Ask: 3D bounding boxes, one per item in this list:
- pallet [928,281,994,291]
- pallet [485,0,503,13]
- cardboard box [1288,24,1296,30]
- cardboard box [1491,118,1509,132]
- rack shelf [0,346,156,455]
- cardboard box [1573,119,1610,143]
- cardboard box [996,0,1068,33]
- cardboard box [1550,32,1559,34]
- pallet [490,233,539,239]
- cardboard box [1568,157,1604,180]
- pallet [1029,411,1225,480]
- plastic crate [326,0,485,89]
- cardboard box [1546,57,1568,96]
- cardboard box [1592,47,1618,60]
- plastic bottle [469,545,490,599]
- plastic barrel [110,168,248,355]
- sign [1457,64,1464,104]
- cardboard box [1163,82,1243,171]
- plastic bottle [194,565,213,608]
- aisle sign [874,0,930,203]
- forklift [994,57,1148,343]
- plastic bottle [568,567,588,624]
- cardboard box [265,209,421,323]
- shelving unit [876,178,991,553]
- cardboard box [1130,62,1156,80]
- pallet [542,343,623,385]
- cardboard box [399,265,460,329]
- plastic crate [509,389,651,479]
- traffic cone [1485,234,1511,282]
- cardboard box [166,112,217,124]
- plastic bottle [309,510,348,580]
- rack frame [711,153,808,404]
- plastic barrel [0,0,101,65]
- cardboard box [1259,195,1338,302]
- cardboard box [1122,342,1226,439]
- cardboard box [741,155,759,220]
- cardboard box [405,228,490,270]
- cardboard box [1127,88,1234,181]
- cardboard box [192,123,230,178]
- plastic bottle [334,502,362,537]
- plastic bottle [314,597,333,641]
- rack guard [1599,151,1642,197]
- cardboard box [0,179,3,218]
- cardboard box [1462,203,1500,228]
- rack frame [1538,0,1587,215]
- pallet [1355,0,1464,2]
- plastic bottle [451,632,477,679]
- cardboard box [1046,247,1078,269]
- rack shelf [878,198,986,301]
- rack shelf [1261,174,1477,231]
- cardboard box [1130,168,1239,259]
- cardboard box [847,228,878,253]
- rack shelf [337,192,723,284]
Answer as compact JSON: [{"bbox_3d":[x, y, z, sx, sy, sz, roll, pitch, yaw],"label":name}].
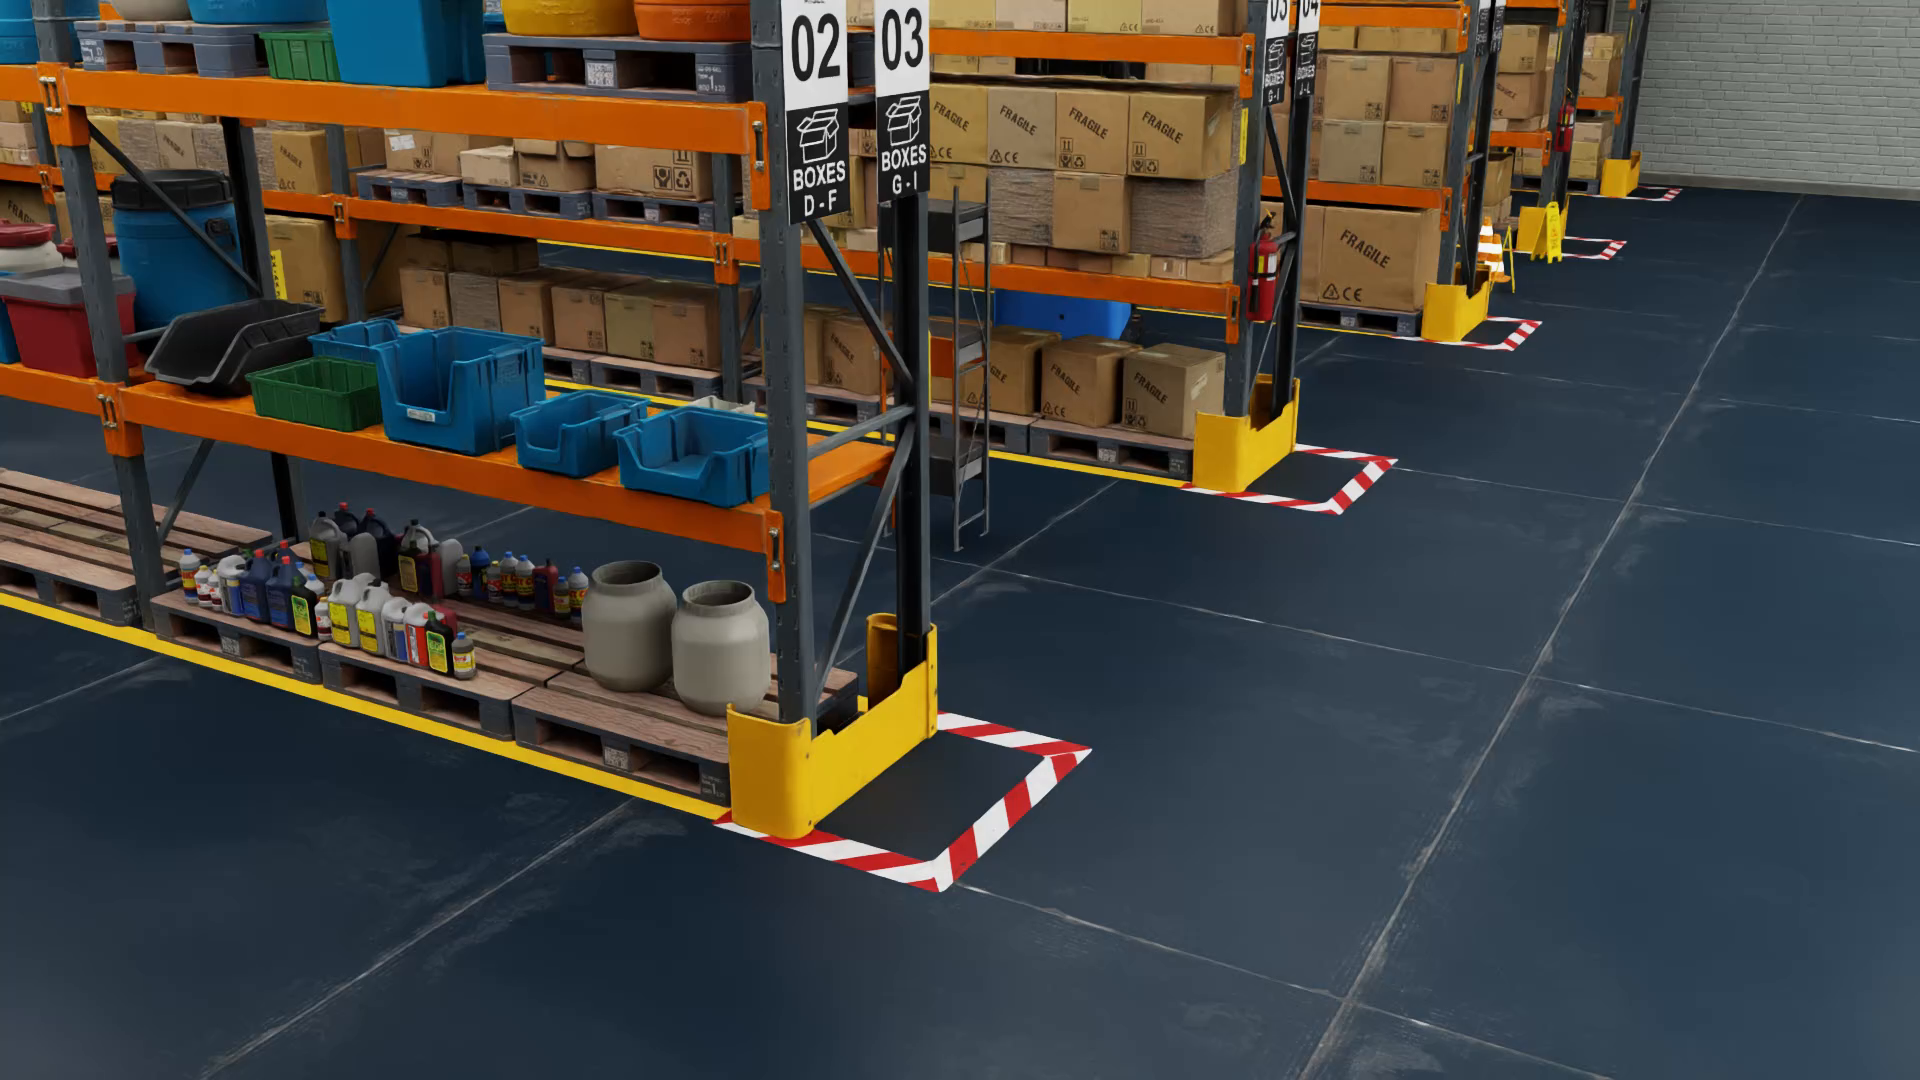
[{"bbox_3d":[0.296,-2.812,17.309,1.213,0.211,1.003,11,23,27],"label":"pallet"},{"bbox_3d":[-2.894,-4.185,12.881,1.003,0.211,1.213,11,23,27],"label":"pallet"},{"bbox_3d":[4.046,-5.936,19.780,0.500,0.500,0.700,11,23,28],"label":"cardboard box"},{"bbox_3d":[6.119,-4.732,18.880,0.250,0.149,0.380,10,22,27],"label":"cardboard box"},{"bbox_3d":[-5.662,-1.078,9.492,4.000,0.370,1.077,11,23,27],"label":"rack shelf"},{"bbox_3d":[8.688,-5.680,23.074,0.500,0.250,0.500,12,23,29],"label":"cardboard box"},{"bbox_3d":[0.566,-3.406,10.678,0.500,0.250,0.500,11,23,28],"label":"cardboard box"},{"bbox_3d":[8.395,-7.071,23.425,0.250,0.149,0.380,11,23,28],"label":"cardboard box"},{"bbox_3d":[-5.297,-3.908,20.329,1.213,0.211,1.003,11,23,27],"label":"pallet"},{"bbox_3d":[8.678,-5.210,23.245,0.500,0.250,0.500,11,23,28],"label":"cardboard box"},{"bbox_3d":[1.233,-0.740,11.595,1.213,0.211,1.003,11,23,27],"label":"pallet"},{"bbox_3d":[-2.235,-2.048,6.737,0.575,0.384,0.392,11,23,27],"label":"plastic crate"},{"bbox_3d":[8.236,-6.461,23.130,0.500,0.500,0.500,12,23,29],"label":"cardboard box"},{"bbox_3d":[8.803,-6.647,22.693,0.250,0.149,0.380,11,23,28],"label":"cardboard box"},{"bbox_3d":[-2.418,0.156,8.391,0.097,0.271,0.097,0,20,0],"label":"plastic bottle"},{"bbox_3d":[-4.105,-1.473,8.792,0.708,0.901,0.600,11,23,27],"label":"plastic barrel"},{"bbox_3d":[4.222,-3.849,14.031,0.005,0.325,0.100,11,23,27],"label":"sign"},{"bbox_3d":[1.645,-2.722,10.921,0.500,0.500,0.500,11,23,27],"label":"cardboard box"},{"bbox_3d":[-3.763,0.226,8.302,0.097,0.201,0.097,0,20,0],"label":"plastic bottle"},{"bbox_3d":[-0.218,-1.715,6.383,0.004,0.787,0.394,11,23,27],"label":"aisle sign"},{"bbox_3d":[1.052,-3.206,14.406,1.130,2.935,3.031,4,20,10],"label":"forklift"},{"bbox_3d":[-1.855,0.264,8.096,0.097,0.271,0.097,0,20,0],"label":"plastic bottle"},{"bbox_3d":[-5.585,-2.542,14.975,0.875,0.875,1.225,10,22,25],"label":"cardboard box"},{"bbox_3d":[-0.145,-1.015,9.583,0.503,2.100,0.431,11,23,27],"label":"shelving unit"},{"bbox_3d":[1.849,-4.467,15.978,0.550,0.550,0.875,11,23,27],"label":"cardboard box"},{"bbox_3d":[-3.250,-1.578,13.907,1.213,0.211,1.003,11,23,27],"label":"pallet"},{"bbox_3d":[-4.398,-2.149,14.411,0.500,0.500,0.700,10,22,24],"label":"cardboard box"},{"bbox_3d":[-1.571,-0.452,6.930,0.408,0.251,0.499,11,23,27],"label":"plastic crate"},{"bbox_3d":[5.576,-2.951,17.321,0.334,0.463,0.336,11,23,27],"label":"traffic cone"},{"bbox_3d":[-6.779,-4.087,15.114,0.637,0.503,0.797,12,23,29],"label":"cardboard box"},{"bbox_3d":[-3.283,0.020,8.652,0.185,0.351,0.144,11,23,27],"label":"plastic bottle"},{"bbox_3d":[-1.500,-2.558,12.517,0.127,3.000,1.000,11,23,27],"label":"rack frame"},{"bbox_3d":[-4.466,-2.749,7.910,0.708,0.901,0.600,11,23,27],"label":"plastic barrel"},{"bbox_3d":[3.106,-2.790,15.657,0.875,0.875,0.875,10,22,26],"label":"cardboard box"},{"bbox_3d":[1.455,-1.024,11.338,0.500,0.500,0.500,16,25,37],"label":"cardboard box"},{"bbox_3d":[-1.138,-2.651,12.192,0.500,0.500,0.875,11,23,27],"label":"cardboard box"},{"bbox_3d":[-4.393,-2.505,14.292,0.500,0.250,0.500,12,23,29],"label":"cardboard box"},{"bbox_3d":[1.391,-2.567,10.494,0.500,0.500,0.500,11,23,27],"label":"cardboard box"},{"bbox_3d":[-6.431,-3.448,14.826,0.500,0.500,0.500,10,22,26],"label":"cardboard box"},{"bbox_3d":[-3.213,-0.023,8.770,0.185,0.351,0.144,10,22,26],"label":"plastic bottle"},{"bbox_3d":[-3.013,0.369,7.908,0.097,0.201,0.097,0,20,0],"label":"plastic bottle"},{"bbox_3d":[9.263,-5.142,23.307,0.348,0.500,1.175,11,23,27],"label":"rack guard"},{"bbox_3d":[-9.807,-3.370,17.256,0.875,0.875,0.875,11,23,27],"label":"cardboard box"},{"bbox_3d":[5.967,-3.806,19.374,0.500,0.250,0.500,11,23,27],"label":"cardboard box"},{"bbox_3d":[6.825,-4.843,18.816,0.127,3.000,1.000,11,23,27],"label":"rack frame"},{"bbox_3d":[3.846,-4.841,14.543,1.213,0.211,1.003,11,23,27],"label":"pallet"},{"bbox_3d":[-2.241,0.516,7.503,0.097,0.201,0.097,0,20,0],"label":"plastic bottle"},{"bbox_3d":[0.772,-1.928,11.151,0.250,0.149,0.380,11,23,27],"label":"cardboard box"},{"bbox_3d":[-0.144,-1.660,9.349,0.480,0.518,0.431,11,23,27],"label":"rack shelf"},{"bbox_3d":[2.753,-3.347,15.747,4.000,0.370,1.077,11,23,27],"label":"rack shelf"},{"bbox_3d":[1.525,-2.179,10.890,0.500,0.500,0.875,11,23,27],"label":"cardboard box"},{"bbox_3d":[-0.595,-2.143,11.742,0.250,0.149,0.380,11,23,27],"label":"cardboard box"},{"bbox_3d":[-3.246,-2.552,13.557,4.000,0.370,1.077,11,23,27],"label":"rack shelf"}]
